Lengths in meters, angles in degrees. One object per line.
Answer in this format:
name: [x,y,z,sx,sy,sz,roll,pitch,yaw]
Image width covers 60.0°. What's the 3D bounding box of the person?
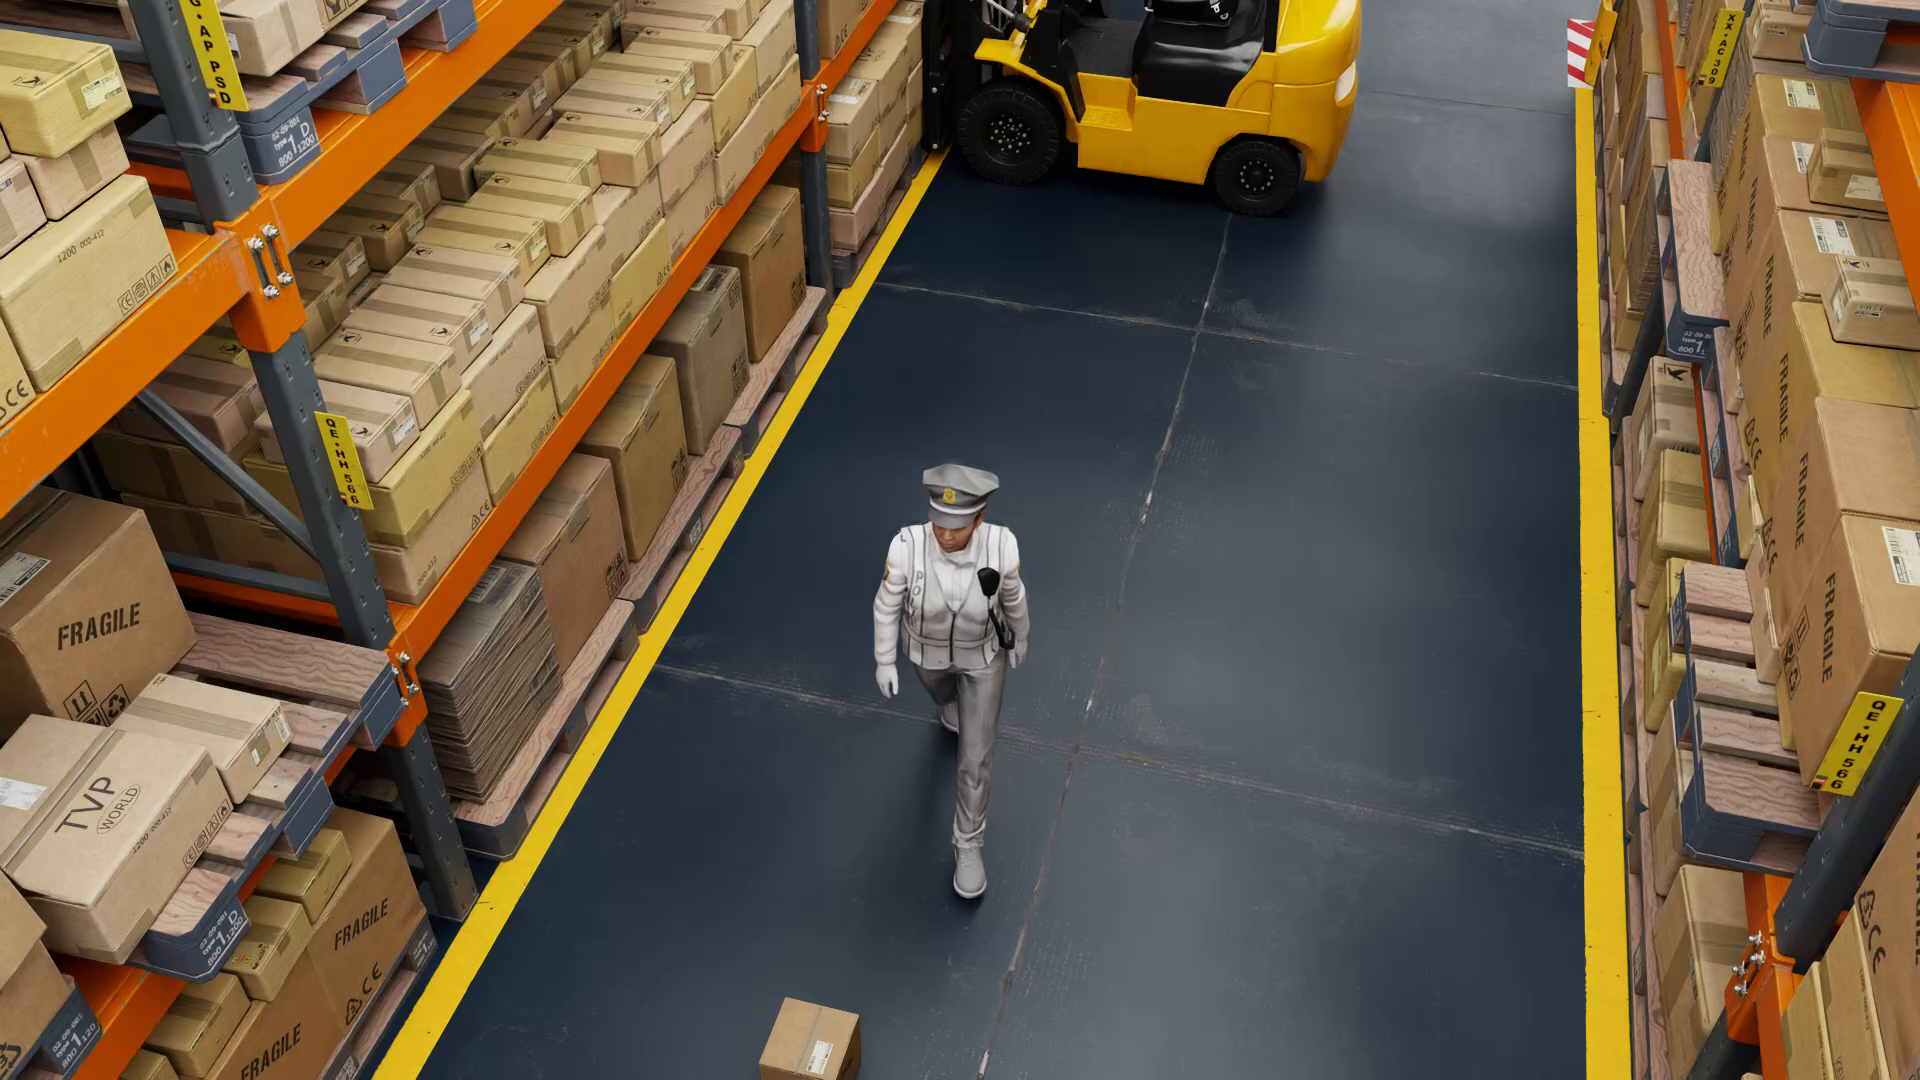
person: [-0.026,0.347,5.751,0.524,1.637,1.021,4,41,4]
